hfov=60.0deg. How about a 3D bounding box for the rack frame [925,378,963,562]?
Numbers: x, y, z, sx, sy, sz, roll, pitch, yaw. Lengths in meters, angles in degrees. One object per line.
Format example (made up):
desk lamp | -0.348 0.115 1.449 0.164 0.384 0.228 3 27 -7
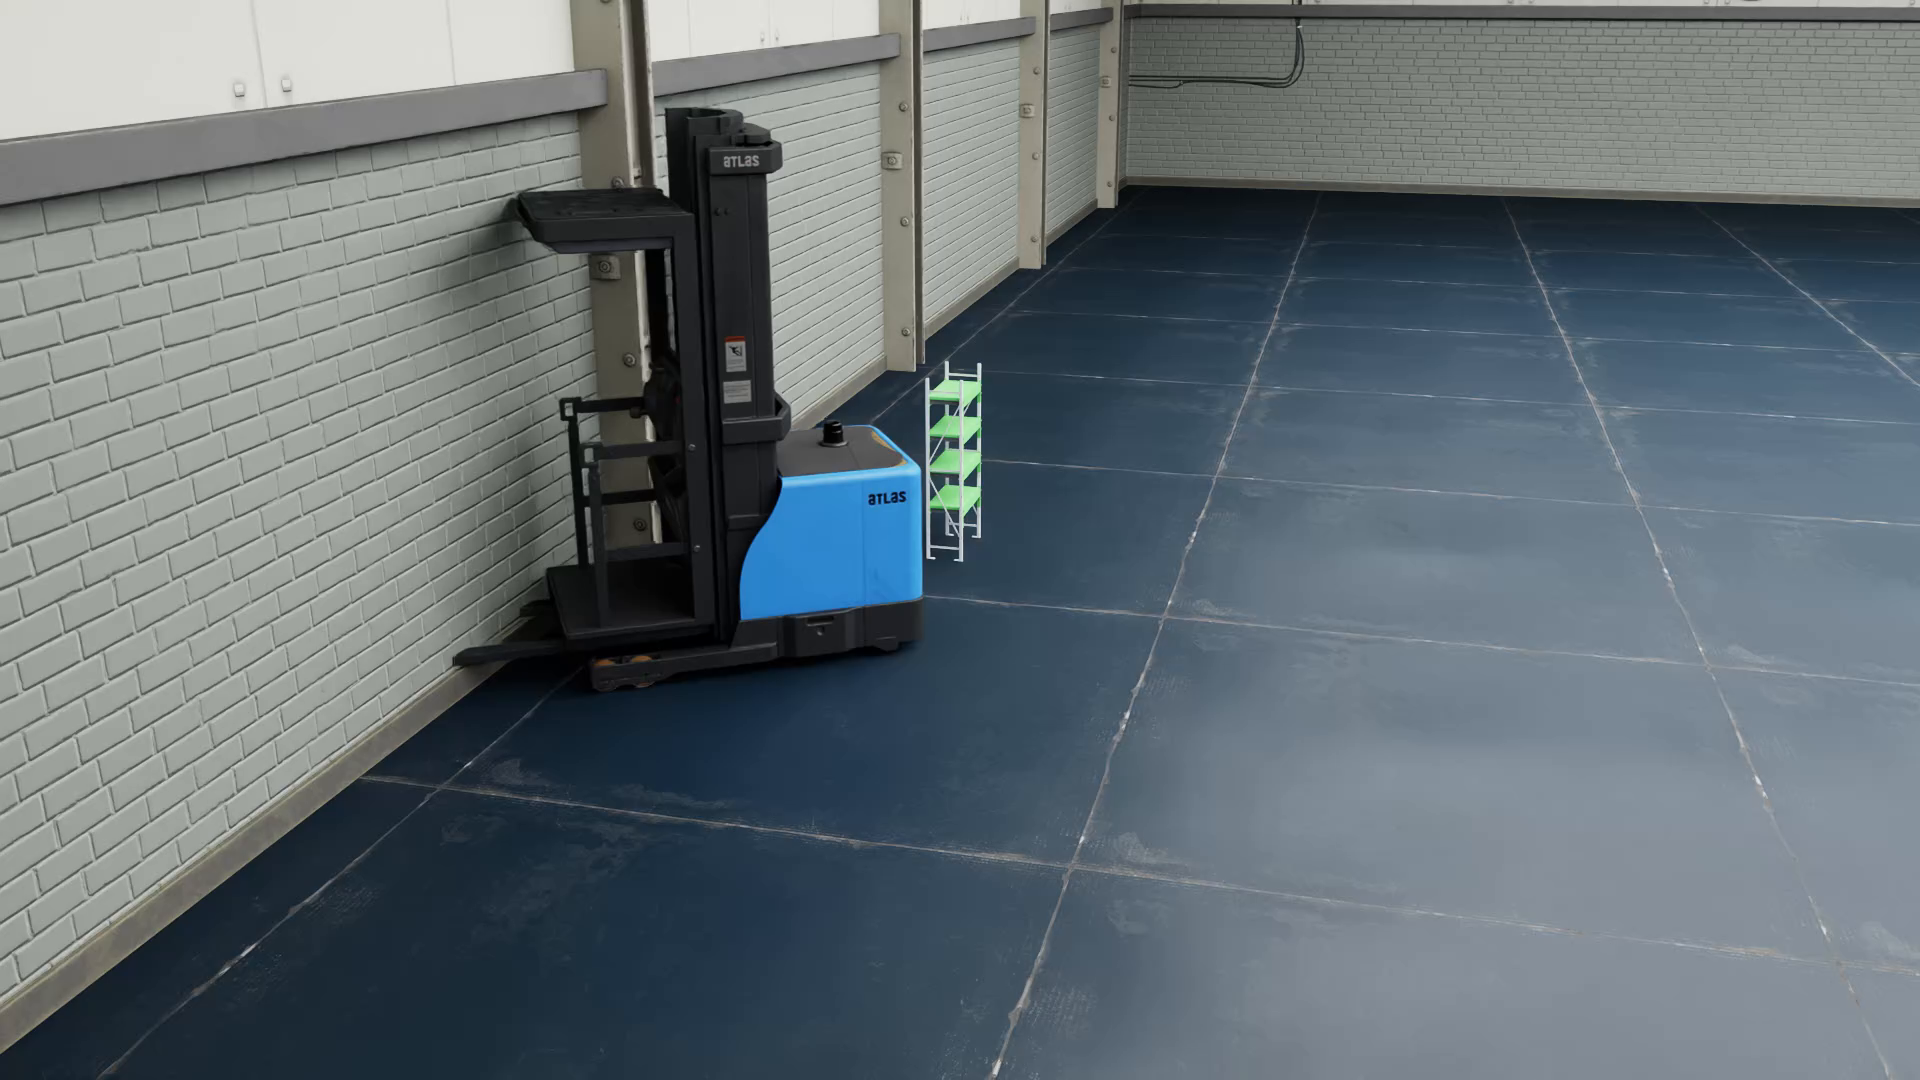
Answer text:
rack frame | -0.100 -0.439 10.618 0.240 1.200 0.015 5 19 13

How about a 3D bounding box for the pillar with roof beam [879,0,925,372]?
pillar with roof beam | 3.635 -5.603 13.670 9.100 9.000 0.400 5 19 13

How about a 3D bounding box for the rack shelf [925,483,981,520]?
rack shelf | -0.040 -0.228 10.940 0.258 0.148 0.480 5 19 13

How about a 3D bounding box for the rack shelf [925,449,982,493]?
rack shelf | -0.040 -0.455 10.862 0.258 0.148 0.480 5 19 13

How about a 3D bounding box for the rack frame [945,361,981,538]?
rack frame | 0.019 -0.592 11.066 0.240 1.200 0.015 5 19 13

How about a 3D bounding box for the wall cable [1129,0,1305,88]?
wall cable | 4.395 -9.054 28.576 3.097 2.526 0.112 5 19 13

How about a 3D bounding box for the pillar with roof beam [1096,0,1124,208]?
pillar with roof beam | 6.567 -9.364 24.681 9.100 9.000 0.400 5 19 13

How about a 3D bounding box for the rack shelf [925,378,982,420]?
rack shelf | -0.040 -0.910 10.707 0.258 0.148 0.480 5 19 13

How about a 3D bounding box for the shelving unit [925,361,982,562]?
shelving unit | -0.040 -0.516 10.842 0.258 1.200 0.503 5 19 13

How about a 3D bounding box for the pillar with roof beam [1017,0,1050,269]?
pillar with roof beam | 5.101 -7.484 19.175 9.100 9.000 0.400 5 19 13

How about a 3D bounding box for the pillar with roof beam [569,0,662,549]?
pillar with roof beam | 2.169 -3.722 8.164 9.100 9.000 0.400 5 19 13

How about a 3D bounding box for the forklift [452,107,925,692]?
forklift | -1.772 -0.771 8.911 3.031 2.935 1.130 -6 20 -17

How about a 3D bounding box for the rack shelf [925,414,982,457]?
rack shelf | -0.040 -0.683 10.785 0.258 0.148 0.480 5 19 13
